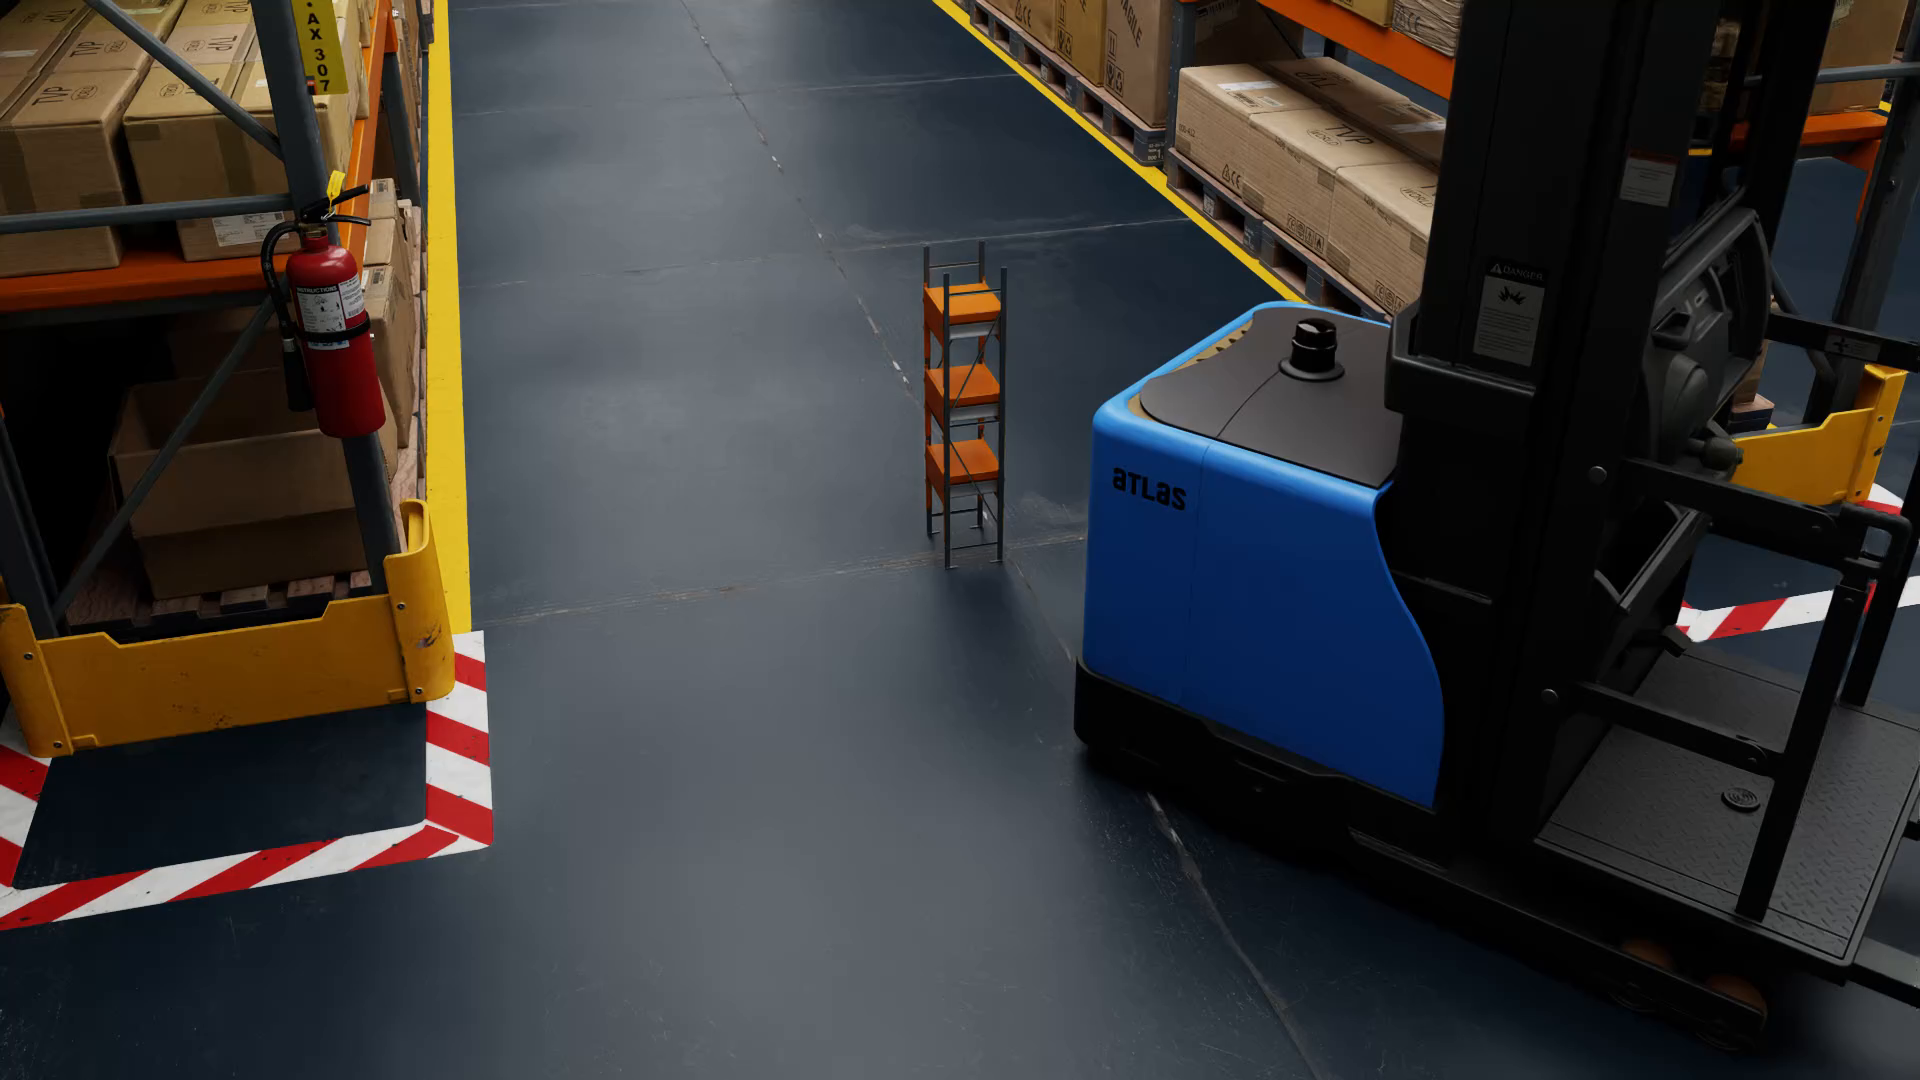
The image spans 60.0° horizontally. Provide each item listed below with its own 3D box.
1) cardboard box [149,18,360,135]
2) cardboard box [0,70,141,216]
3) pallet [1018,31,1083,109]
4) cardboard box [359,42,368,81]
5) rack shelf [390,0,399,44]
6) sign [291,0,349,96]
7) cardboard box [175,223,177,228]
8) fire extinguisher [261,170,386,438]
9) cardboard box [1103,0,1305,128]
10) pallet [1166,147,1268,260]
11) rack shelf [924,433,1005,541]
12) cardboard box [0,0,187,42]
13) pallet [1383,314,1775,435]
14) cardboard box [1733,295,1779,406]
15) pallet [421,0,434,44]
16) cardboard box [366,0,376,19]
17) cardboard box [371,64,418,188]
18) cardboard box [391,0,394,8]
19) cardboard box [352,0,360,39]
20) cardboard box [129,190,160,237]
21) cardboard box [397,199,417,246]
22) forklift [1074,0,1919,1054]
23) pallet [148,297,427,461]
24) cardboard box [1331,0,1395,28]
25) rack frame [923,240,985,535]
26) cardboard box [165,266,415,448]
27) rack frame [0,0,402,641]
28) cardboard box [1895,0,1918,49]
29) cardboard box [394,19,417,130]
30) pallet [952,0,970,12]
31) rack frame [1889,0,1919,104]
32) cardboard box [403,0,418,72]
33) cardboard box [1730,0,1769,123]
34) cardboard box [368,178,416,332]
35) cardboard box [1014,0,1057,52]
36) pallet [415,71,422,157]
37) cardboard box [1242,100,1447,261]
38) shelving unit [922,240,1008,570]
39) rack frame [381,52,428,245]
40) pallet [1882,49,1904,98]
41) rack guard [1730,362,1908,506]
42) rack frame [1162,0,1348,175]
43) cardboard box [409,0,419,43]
[{"bbox_3d":[-2.086,-1.362,4.961,0.500,0.250,0.500,-8,31,-13],"label":"cardboard box"},{"bbox_3d":[-2.469,-1.050,4.423,0.500,0.250,0.500,-7,31,-12],"label":"cardboard box"},{"bbox_3d":[1.027,-3.139,10.963,1.003,0.211,1.213,-8,31,-13],"label":"pallet"},{"bbox_3d":[-2.297,-1.639,5.838,0.380,0.149,0.250,-7,31,-12],"label":"cardboard box"},{"bbox_3d":[-3.684,-3.386,9.324,1.077,0.370,4.000,-8,31,-13],"label":"rack shelf"},{"bbox_3d":[-1.568,-1.246,4.045,0.100,0.325,0.005,-8,31,-13],"label":"sign"},{"bbox_3d":[-2.026,-1.003,4.739,0.380,0.149,0.250,-7,31,-12],"label":"cardboard box"},{"bbox_3d":[-1.606,-0.595,4.233,0.296,0.674,0.183,-8,31,-13],"label":"fire extinguisher"},{"bbox_3d":[1.390,-2.944,9.544,0.875,0.875,0.875,-7,31,-12],"label":"cardboard box"},{"bbox_3d":[1.758,-1.809,8.664,1.003,0.211,1.213,-8,31,-13],"label":"pallet"},{"bbox_3d":[0.014,-0.179,5.587,0.215,0.259,0.240,-8,31,-13],"label":"rack shelf"},{"bbox_3d":[-2.732,-1.539,5.268,0.500,0.250,0.500,-7,31,-12],"label":"cardboard box"},{"bbox_3d":[2.406,-0.630,6.628,1.003,0.211,1.213,-8,31,-13],"label":"pallet"},{"bbox_3d":[2.422,-0.839,6.344,0.875,0.438,0.875,-9,31,-15],"label":"cardboard box"},{"bbox_3d":[-4.395,-3.859,12.207,1.003,0.211,1.213,-8,31,-13],"label":"pallet"},{"bbox_3d":[-2.642,-2.257,6.906,0.380,0.149,0.250,-7,31,-12],"label":"cardboard box"},{"bbox_3d":[-3.064,-2.095,8.451,0.500,0.500,0.500,-7,31,-11],"label":"cardboard box"},{"bbox_3d":[-3.514,-3.195,9.704,0.380,0.149,0.250,-9,31,-16],"label":"cardboard box"},{"bbox_3d":[-2.380,-1.850,5.805,0.500,0.250,0.500,-9,31,-15],"label":"cardboard box"},{"bbox_3d":[-2.446,-0.946,4.640,0.380,0.149,0.250,-7,31,-12],"label":"cardboard box"},{"bbox_3d":[-2.722,-1.449,7.686,0.380,0.149,0.250,-9,31,-15],"label":"cardboard box"},{"bbox_3d":[1.805,-0.420,3.550,3.031,2.935,1.130,21,36,31],"label":"forklift"},{"bbox_3d":[-2.644,-0.602,6.580,1.003,0.211,1.213,-8,31,-13],"label":"pallet"},{"bbox_3d":[1.896,-2.441,6.874,0.500,0.500,0.500,-7,31,-12],"label":"cardboard box"},{"bbox_3d":[-0.018,-0.487,5.544,0.200,1.050,0.008,-8,31,-13],"label":"rack frame"},{"bbox_3d":[-2.351,-0.625,5.912,0.700,0.500,0.500,-7,31,-11],"label":"cardboard box"},{"bbox_3d":[-2.091,-0.799,4.137,1.000,3.000,0.127,-8,31,-13],"label":"rack frame"},{"bbox_3d":[5.938,-3.524,10.920,0.500,0.500,0.500,-8,31,-14],"label":"cardboard box"},{"bbox_3d":[-3.343,-2.592,9.310,0.500,0.500,0.500,-9,31,-15],"label":"cardboard box"},{"bbox_3d":[0.364,-4.496,13.307,1.003,0.211,1.213,-8,31,-13],"label":"pallet"},{"bbox_3d":[6.378,-4.100,9.839,1.000,3.000,0.127,-8,31,-13],"label":"rack frame"},{"bbox_3d":[-3.631,-3.092,10.174,0.500,0.500,0.500,-7,31,-11],"label":"cardboard box"},{"bbox_3d":[2.310,-1.702,5.597,0.500,0.500,0.500,-8,31,-13],"label":"cardboard box"},{"bbox_3d":[-2.627,-1.127,6.778,0.700,0.500,0.500,-9,31,-15],"label":"cardboard box"},{"bbox_3d":[0.906,-3.811,11.042,0.875,0.875,0.875,-7,31,-13],"label":"cardboard box"},{"bbox_3d":[-3.732,-2.503,9.863,1.003,0.211,1.213,-8,31,-13],"label":"pallet"},{"bbox_3d":[1.933,-1.716,7.859,0.875,0.438,0.875,-9,31,-15],"label":"cardboard box"},{"bbox_3d":[0.014,-0.429,5.442,0.215,1.050,0.252,-8,31,-13],"label":"shelving unit"},{"bbox_3d":[-3.153,-2.731,7.474,1.000,3.000,0.127,-8,31,-13],"label":"rack frame"},{"bbox_3d":[6.170,-3.269,11.187,1.003,0.211,1.213,-8,31,-13],"label":"pallet"},{"bbox_3d":[2.700,-0.368,5.886,1.175,0.500,0.348,-8,31,-13],"label":"rack guard"},{"bbox_3d":[1.632,-3.393,8.618,1.000,3.000,0.127,-8,31,-13],"label":"rack frame"},{"bbox_3d":[-3.895,-3.587,11.030,0.500,0.500,0.500,-7,31,-12],"label":"cardboard box"}]
